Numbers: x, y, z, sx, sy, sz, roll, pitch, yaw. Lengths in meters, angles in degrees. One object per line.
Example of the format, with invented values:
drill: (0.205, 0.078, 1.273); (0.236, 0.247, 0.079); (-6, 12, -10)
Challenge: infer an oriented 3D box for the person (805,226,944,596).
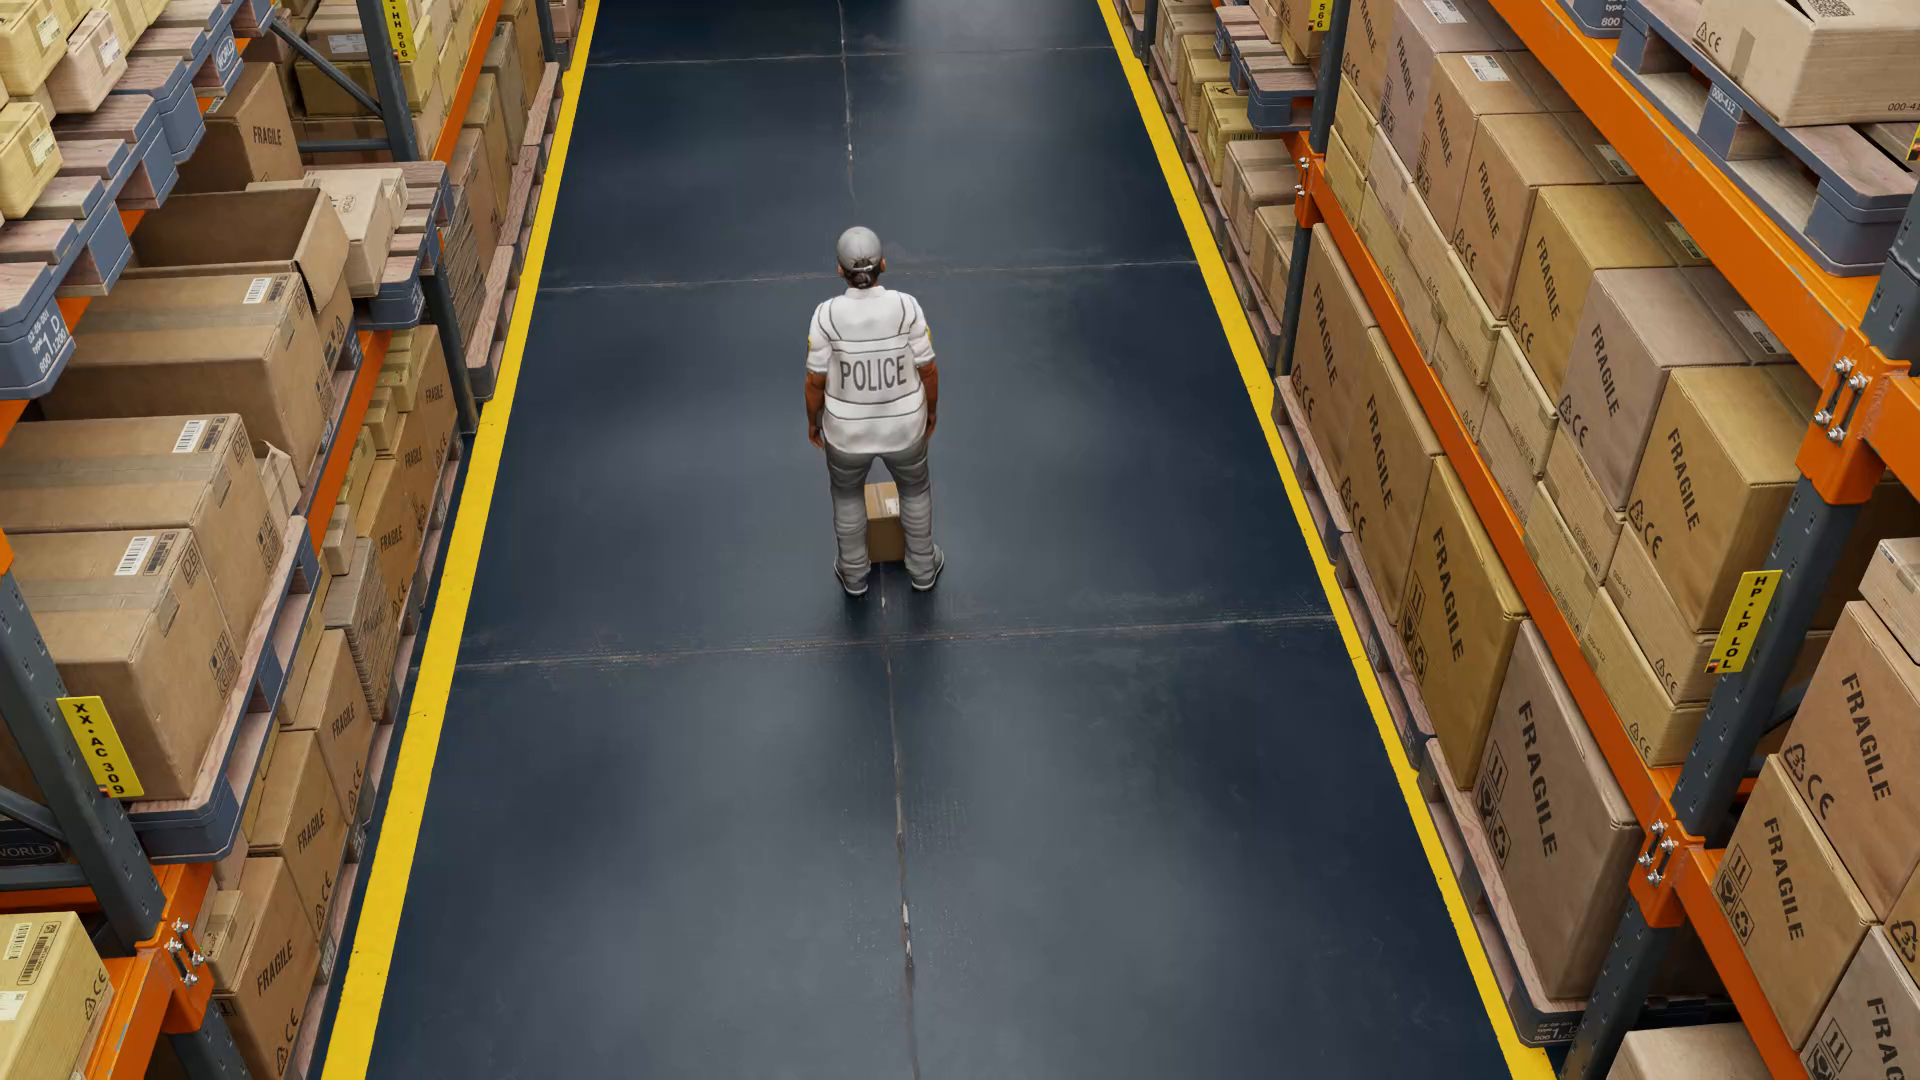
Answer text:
person: (-0.340, -0.487, 6.743); (0.560, 1.667, 0.466); (-5, 40, -6)
